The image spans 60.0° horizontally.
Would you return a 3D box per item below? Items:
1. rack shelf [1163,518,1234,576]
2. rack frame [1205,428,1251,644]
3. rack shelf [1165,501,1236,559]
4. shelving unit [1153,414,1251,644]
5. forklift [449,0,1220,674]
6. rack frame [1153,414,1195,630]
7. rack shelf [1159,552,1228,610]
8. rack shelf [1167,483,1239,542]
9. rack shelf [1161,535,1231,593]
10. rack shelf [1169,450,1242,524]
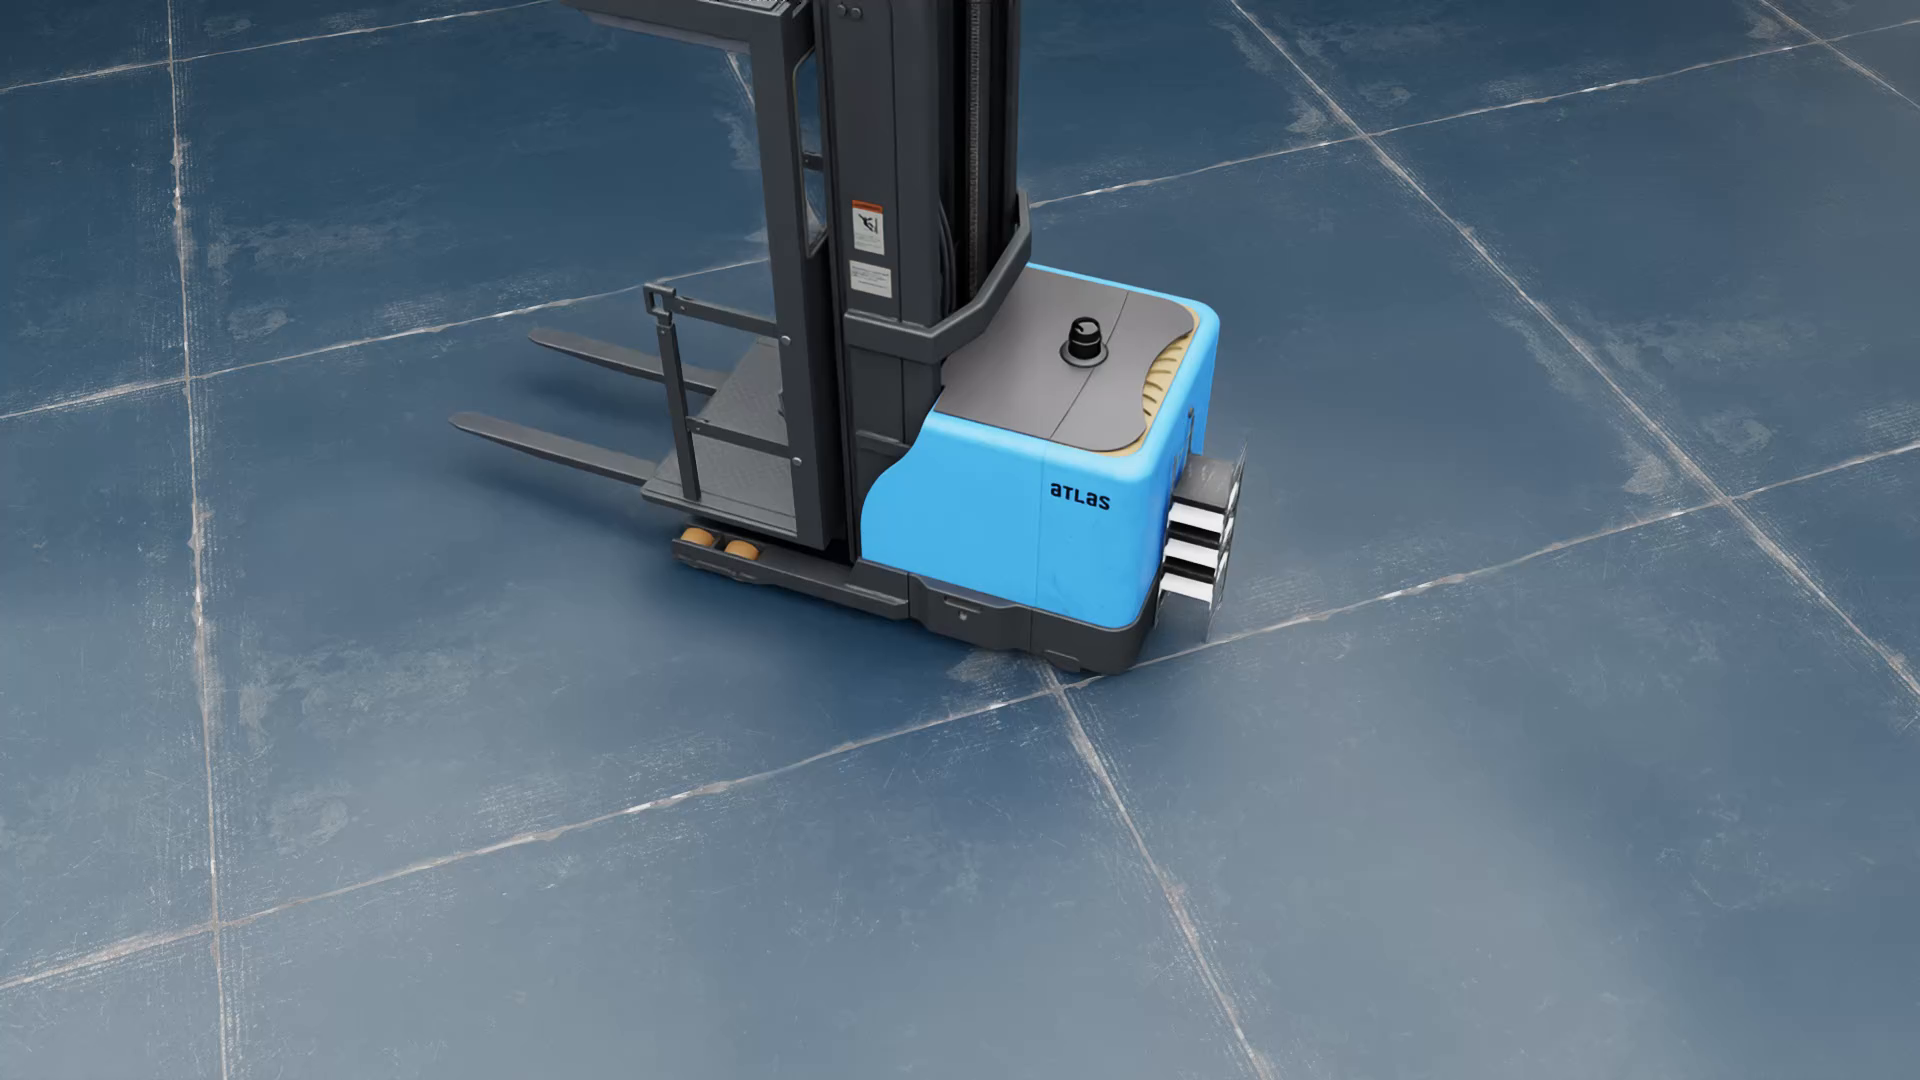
[{"bbox_3d":[0.886,-0.001,6.163,0.200,0.077,0.258,16,47,15],"label":"rack shelf"},{"bbox_3d":[0.981,0.002,6.113,0.006,0.900,0.240,16,47,15],"label":"rack frame"},{"bbox_3d":[0.886,-0.065,6.099,0.200,0.077,0.258,16,47,15],"label":"rack shelf"},{"bbox_3d":[0.886,-0.025,6.139,0.210,0.900,0.258,16,47,15],"label":"shelving unit"},{"bbox_3d":[-0.602,-1.202,5.879,3.031,2.935,1.130,16,47,15],"label":"forklift"},{"bbox_3d":[0.791,-0.051,6.165,0.006,0.900,0.240,16,47,15],"label":"rack frame"},{"bbox_3d":[0.886,0.126,6.290,0.200,0.077,0.258,16,47,15],"label":"rack shelf"},{"bbox_3d":[0.886,-0.128,6.035,0.200,0.077,0.258,16,47,15],"label":"rack shelf"},{"bbox_3d":[0.886,0.062,6.227,0.200,0.077,0.258,16,47,15],"label":"rack shelf"},{"bbox_3d":[0.886,-0.192,5.972,0.200,0.077,0.258,16,47,15],"label":"rack shelf"}]
